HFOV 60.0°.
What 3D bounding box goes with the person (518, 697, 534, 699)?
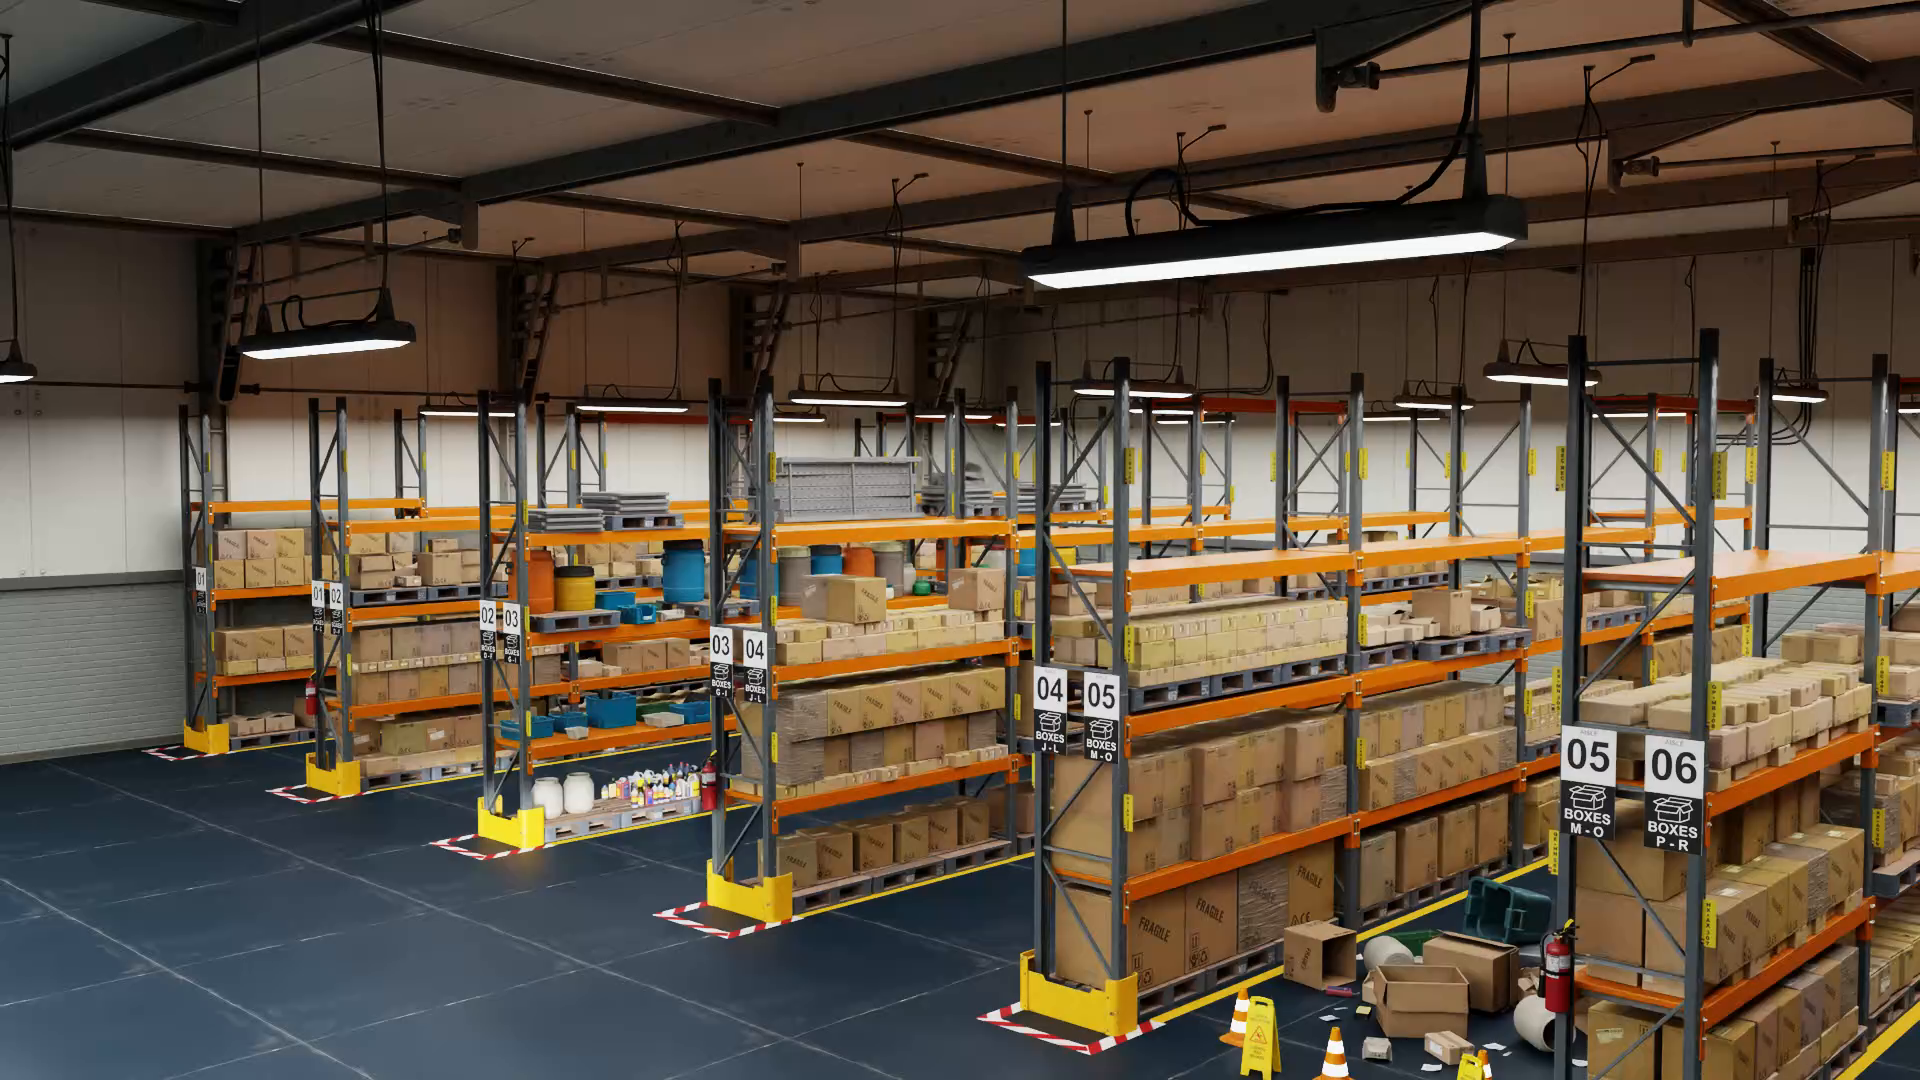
[{"bbox_3d":[-7.861,2.718,29.862,0.771,1.774,0.761,-1,3,-12],"label":"person"}]
